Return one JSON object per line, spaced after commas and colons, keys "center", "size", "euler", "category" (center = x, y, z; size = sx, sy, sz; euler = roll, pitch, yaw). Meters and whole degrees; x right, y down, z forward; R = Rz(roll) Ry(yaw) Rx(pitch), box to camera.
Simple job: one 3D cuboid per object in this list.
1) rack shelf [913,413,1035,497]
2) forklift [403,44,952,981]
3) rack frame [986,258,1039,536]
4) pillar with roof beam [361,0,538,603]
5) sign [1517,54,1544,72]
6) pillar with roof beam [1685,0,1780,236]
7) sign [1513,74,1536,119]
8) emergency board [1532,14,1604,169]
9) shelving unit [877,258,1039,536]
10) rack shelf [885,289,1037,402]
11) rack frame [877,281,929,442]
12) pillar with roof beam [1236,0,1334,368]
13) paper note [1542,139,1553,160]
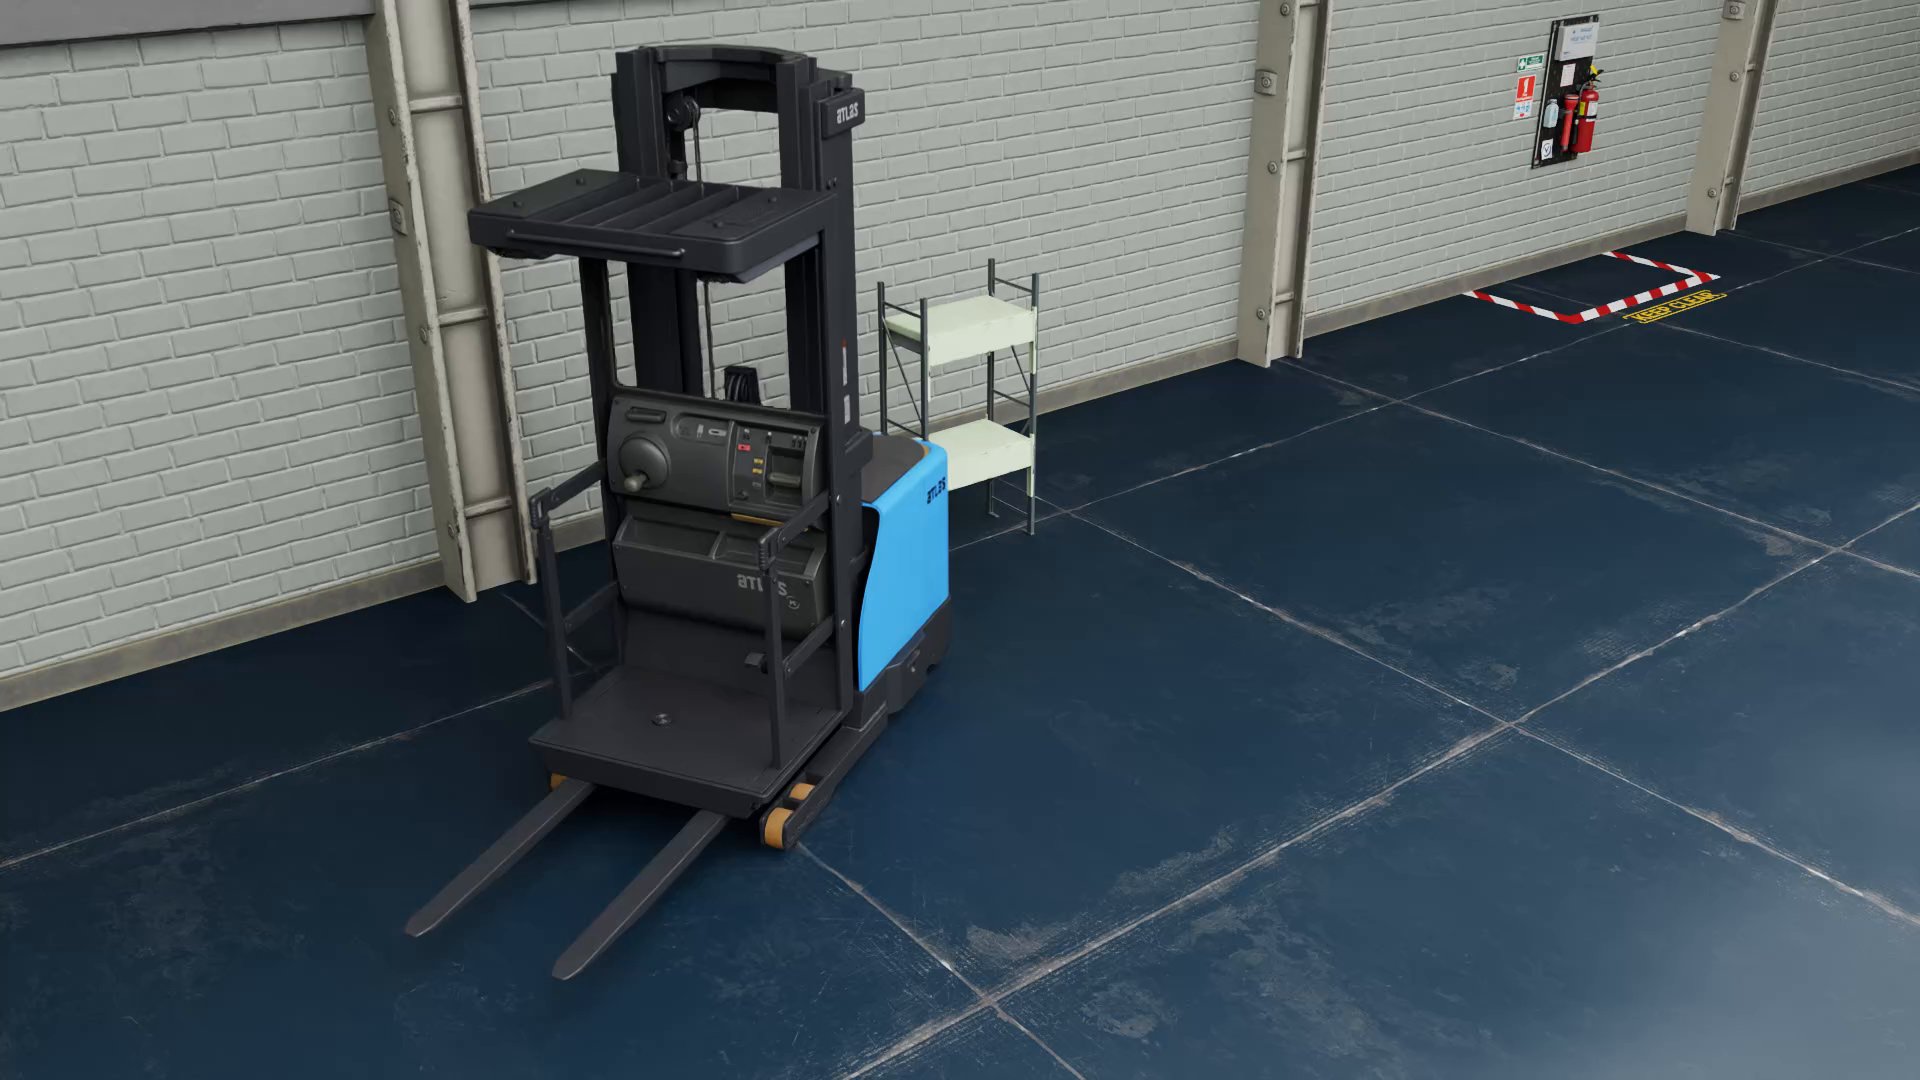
{"center": [-0.005, -0.383, 9.068], "size": [0.720, 0.370, 0.431], "euler": [-18, 31, -34], "category": "rack shelf"}
{"center": [-1.062, -0.301, 6.417], "size": [1.130, 2.935, 3.031], "euler": [10, 27, 20], "category": "forklift"}
{"center": [0.283, -0.774, 9.135], "size": [0.023, 1.500, 0.400], "euler": [-18, 31, -34], "category": "rack frame"}
{"center": [0.181, -2.433, 3.804], "size": [0.400, 9.000, 9.100], "euler": [-18, 31, -34], "category": "pillar with roof beam"}
{"center": [4.510, -3.772, 13.142], "size": [0.331, 0.109, 0.001], "euler": [-18, 31, -34], "category": "sign"}
{"center": [9.624, -5.551, 10.520], "size": [0.400, 9.000, 9.100], "euler": [-18, 31, -34], "category": "pillar with roof beam"}
{"center": [4.501, -3.533, 13.257], "size": [0.234, 0.329, 0.001], "euler": [-18, 31, -34], "category": "sign"}
{"center": [5.000, -3.626, 13.500], "size": [0.643, 1.169, 0.194], "euler": [-18, 31, -34], "category": "emergency board"}
{"center": [-0.005, -0.679, 8.931], "size": [0.755, 1.500, 0.431], "euler": [-18, 31, -34], "category": "shelving unit"}
{"center": [-0.005, -1.033, 8.766], "size": [0.720, 0.370, 0.431], "euler": [-18, 31, -34], "category": "rack shelf"}
{"center": [-0.293, -0.583, 8.726], "size": [0.023, 1.500, 0.400], "euler": [-18, 31, -34], "category": "rack frame"}
{"center": [4.903, -3.992, 7.162], "size": [0.400, 9.000, 9.100], "euler": [-18, 31, -34], "category": "pillar with roof beam"}
{"center": [4.818, -3.204, 13.636], "size": [0.142, 0.148, 0.016], "euler": [-18, 31, -34], "category": "paper note"}
